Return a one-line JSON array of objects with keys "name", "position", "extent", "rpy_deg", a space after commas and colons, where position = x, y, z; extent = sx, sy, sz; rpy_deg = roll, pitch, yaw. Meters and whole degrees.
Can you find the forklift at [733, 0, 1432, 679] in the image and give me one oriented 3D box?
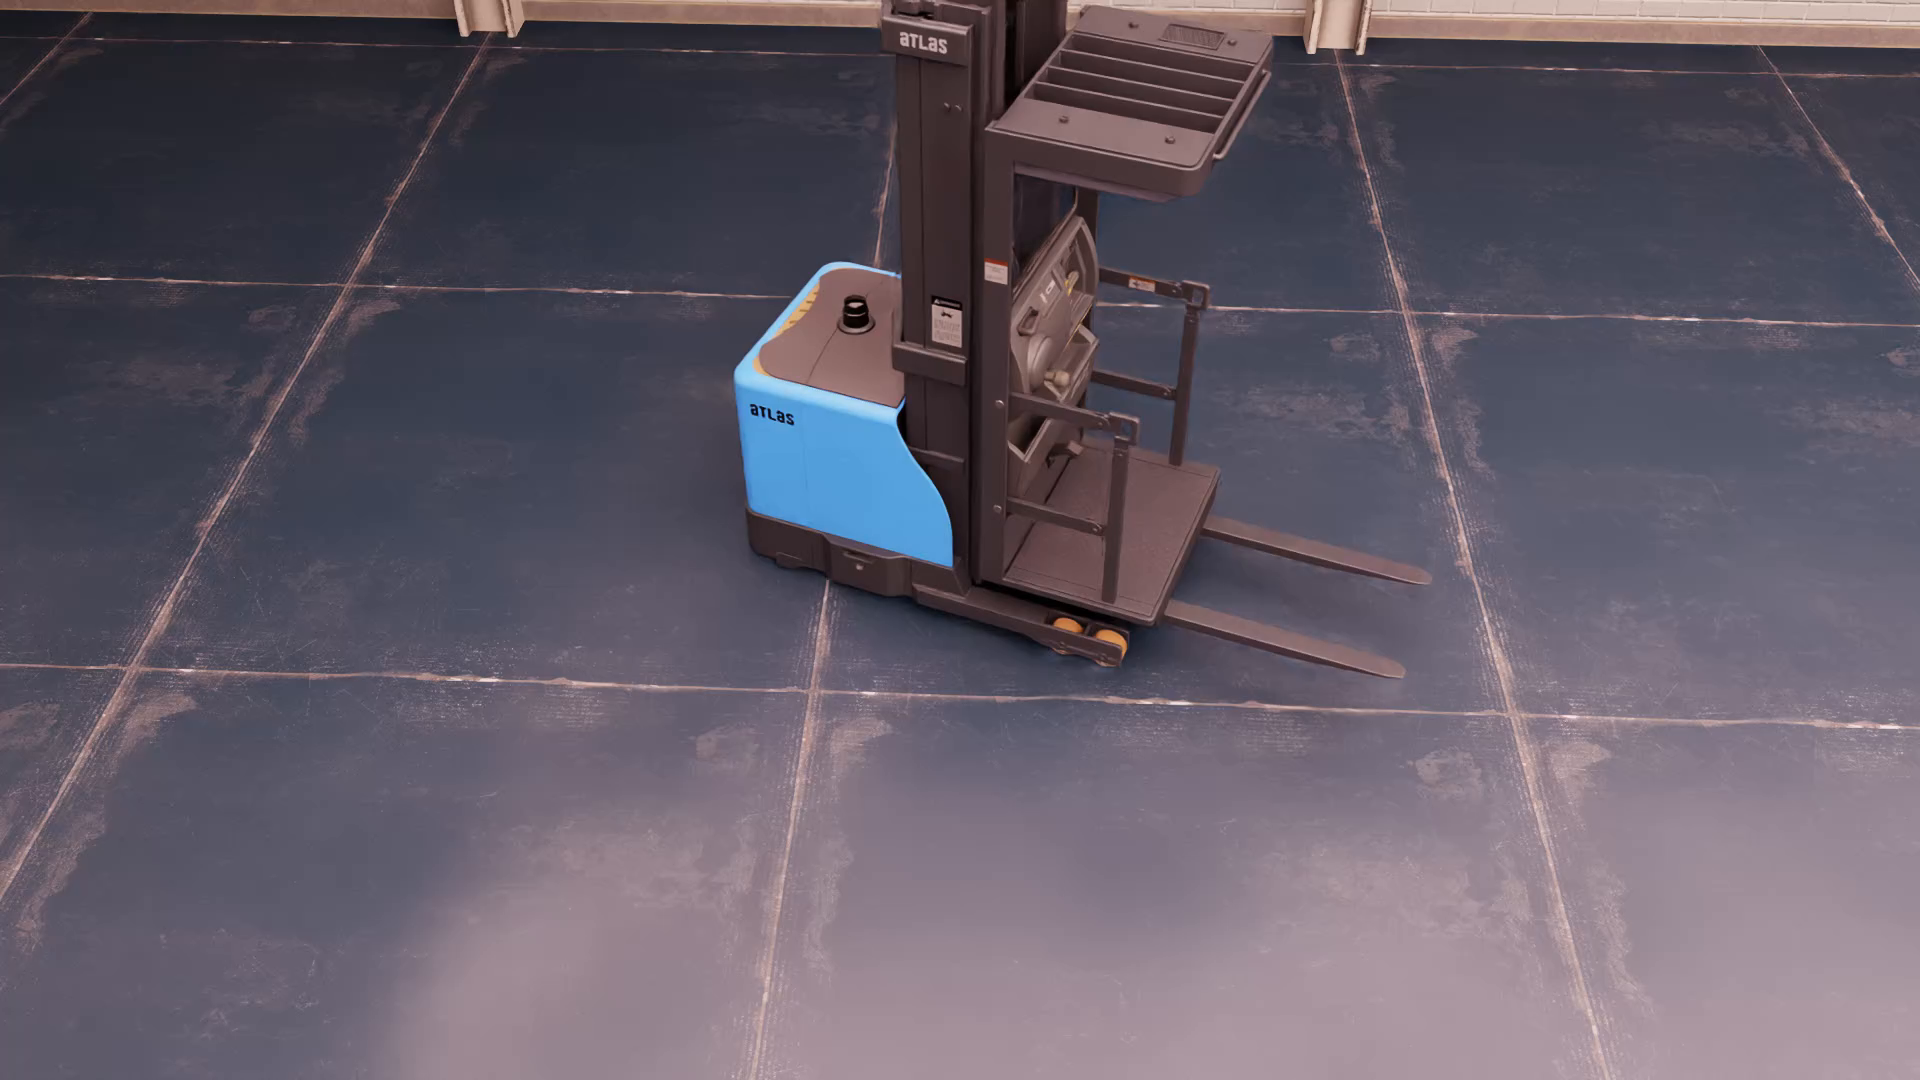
[{"name": "forklift", "position": [0.575, -0.934, 6.766], "extent": [3.031, 2.935, 1.130], "rpy_deg": [15, 45, 16]}]
